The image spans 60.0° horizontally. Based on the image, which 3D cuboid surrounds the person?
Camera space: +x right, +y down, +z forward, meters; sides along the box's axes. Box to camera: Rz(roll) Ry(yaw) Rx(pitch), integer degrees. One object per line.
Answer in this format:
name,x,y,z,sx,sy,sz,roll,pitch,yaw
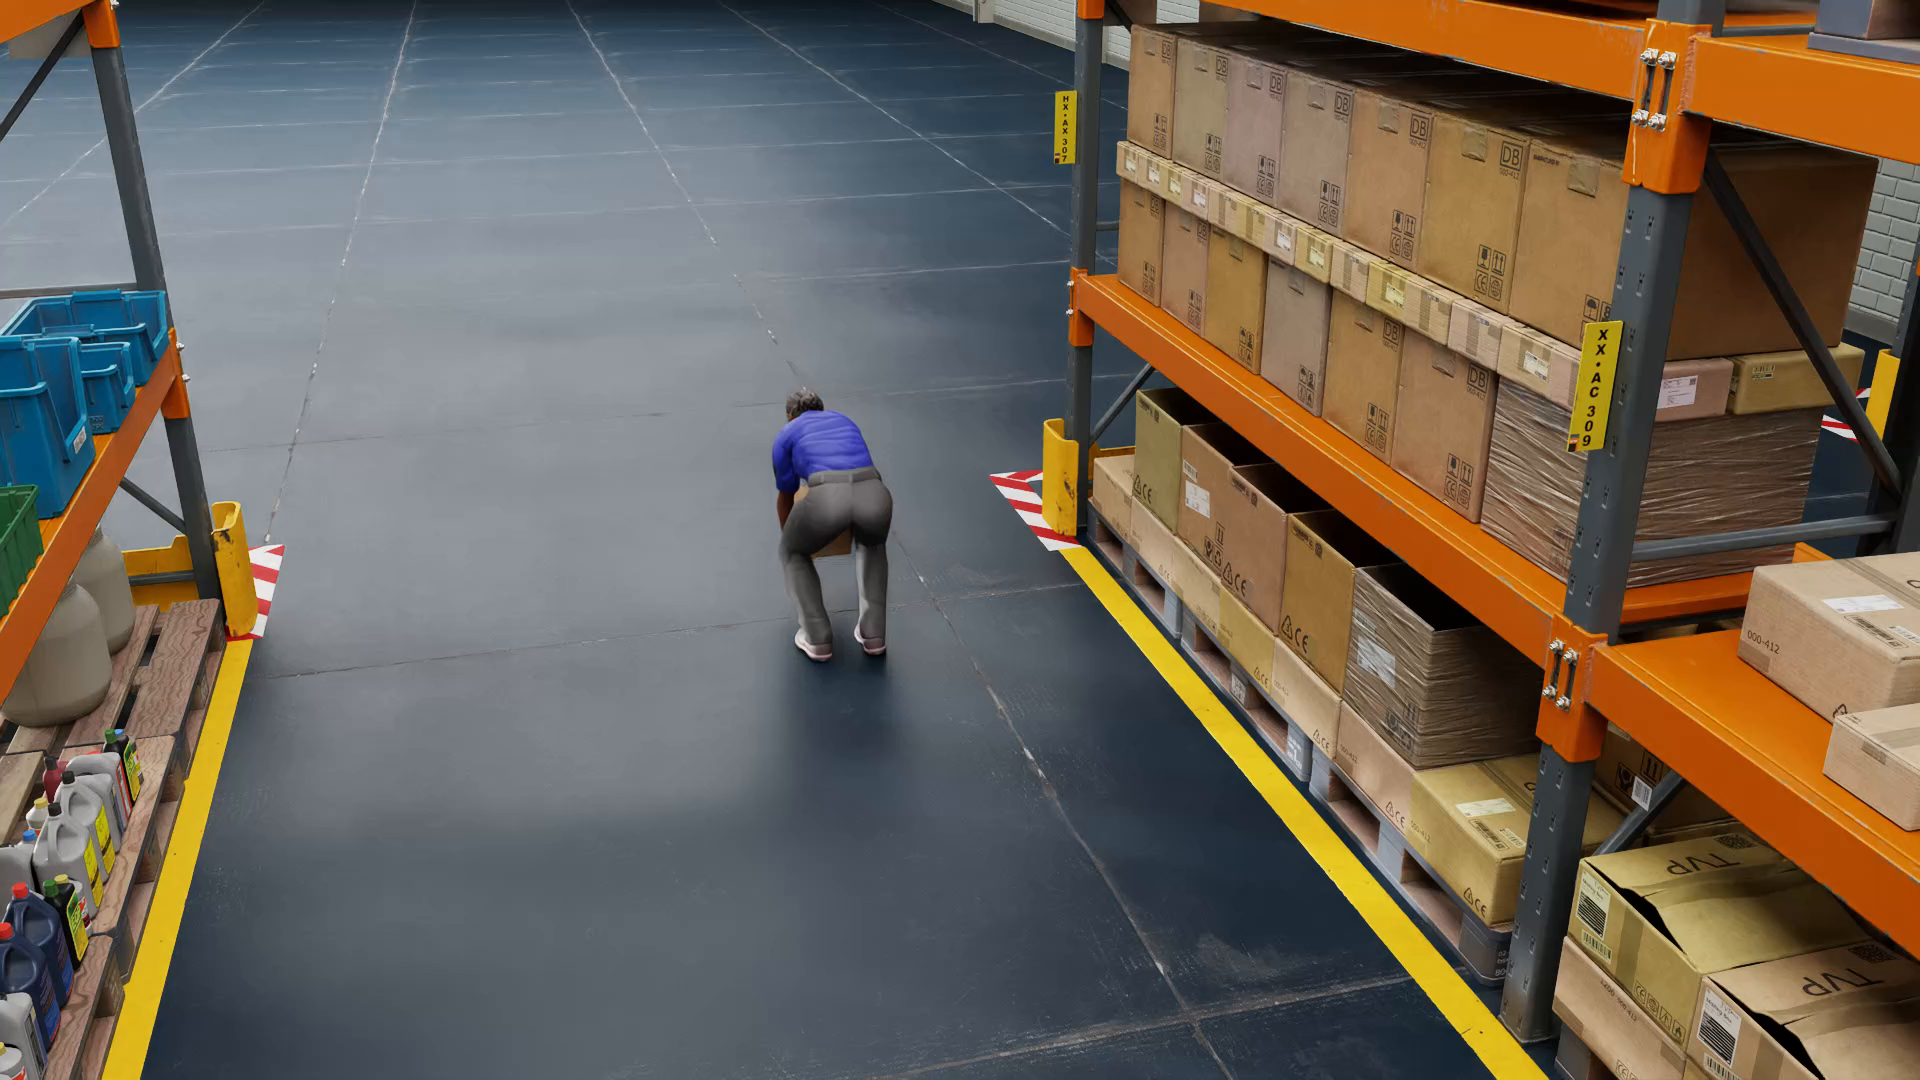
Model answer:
person,-0.556,-0.067,7.088,0.461,1.012,0.861,-7,24,-17
